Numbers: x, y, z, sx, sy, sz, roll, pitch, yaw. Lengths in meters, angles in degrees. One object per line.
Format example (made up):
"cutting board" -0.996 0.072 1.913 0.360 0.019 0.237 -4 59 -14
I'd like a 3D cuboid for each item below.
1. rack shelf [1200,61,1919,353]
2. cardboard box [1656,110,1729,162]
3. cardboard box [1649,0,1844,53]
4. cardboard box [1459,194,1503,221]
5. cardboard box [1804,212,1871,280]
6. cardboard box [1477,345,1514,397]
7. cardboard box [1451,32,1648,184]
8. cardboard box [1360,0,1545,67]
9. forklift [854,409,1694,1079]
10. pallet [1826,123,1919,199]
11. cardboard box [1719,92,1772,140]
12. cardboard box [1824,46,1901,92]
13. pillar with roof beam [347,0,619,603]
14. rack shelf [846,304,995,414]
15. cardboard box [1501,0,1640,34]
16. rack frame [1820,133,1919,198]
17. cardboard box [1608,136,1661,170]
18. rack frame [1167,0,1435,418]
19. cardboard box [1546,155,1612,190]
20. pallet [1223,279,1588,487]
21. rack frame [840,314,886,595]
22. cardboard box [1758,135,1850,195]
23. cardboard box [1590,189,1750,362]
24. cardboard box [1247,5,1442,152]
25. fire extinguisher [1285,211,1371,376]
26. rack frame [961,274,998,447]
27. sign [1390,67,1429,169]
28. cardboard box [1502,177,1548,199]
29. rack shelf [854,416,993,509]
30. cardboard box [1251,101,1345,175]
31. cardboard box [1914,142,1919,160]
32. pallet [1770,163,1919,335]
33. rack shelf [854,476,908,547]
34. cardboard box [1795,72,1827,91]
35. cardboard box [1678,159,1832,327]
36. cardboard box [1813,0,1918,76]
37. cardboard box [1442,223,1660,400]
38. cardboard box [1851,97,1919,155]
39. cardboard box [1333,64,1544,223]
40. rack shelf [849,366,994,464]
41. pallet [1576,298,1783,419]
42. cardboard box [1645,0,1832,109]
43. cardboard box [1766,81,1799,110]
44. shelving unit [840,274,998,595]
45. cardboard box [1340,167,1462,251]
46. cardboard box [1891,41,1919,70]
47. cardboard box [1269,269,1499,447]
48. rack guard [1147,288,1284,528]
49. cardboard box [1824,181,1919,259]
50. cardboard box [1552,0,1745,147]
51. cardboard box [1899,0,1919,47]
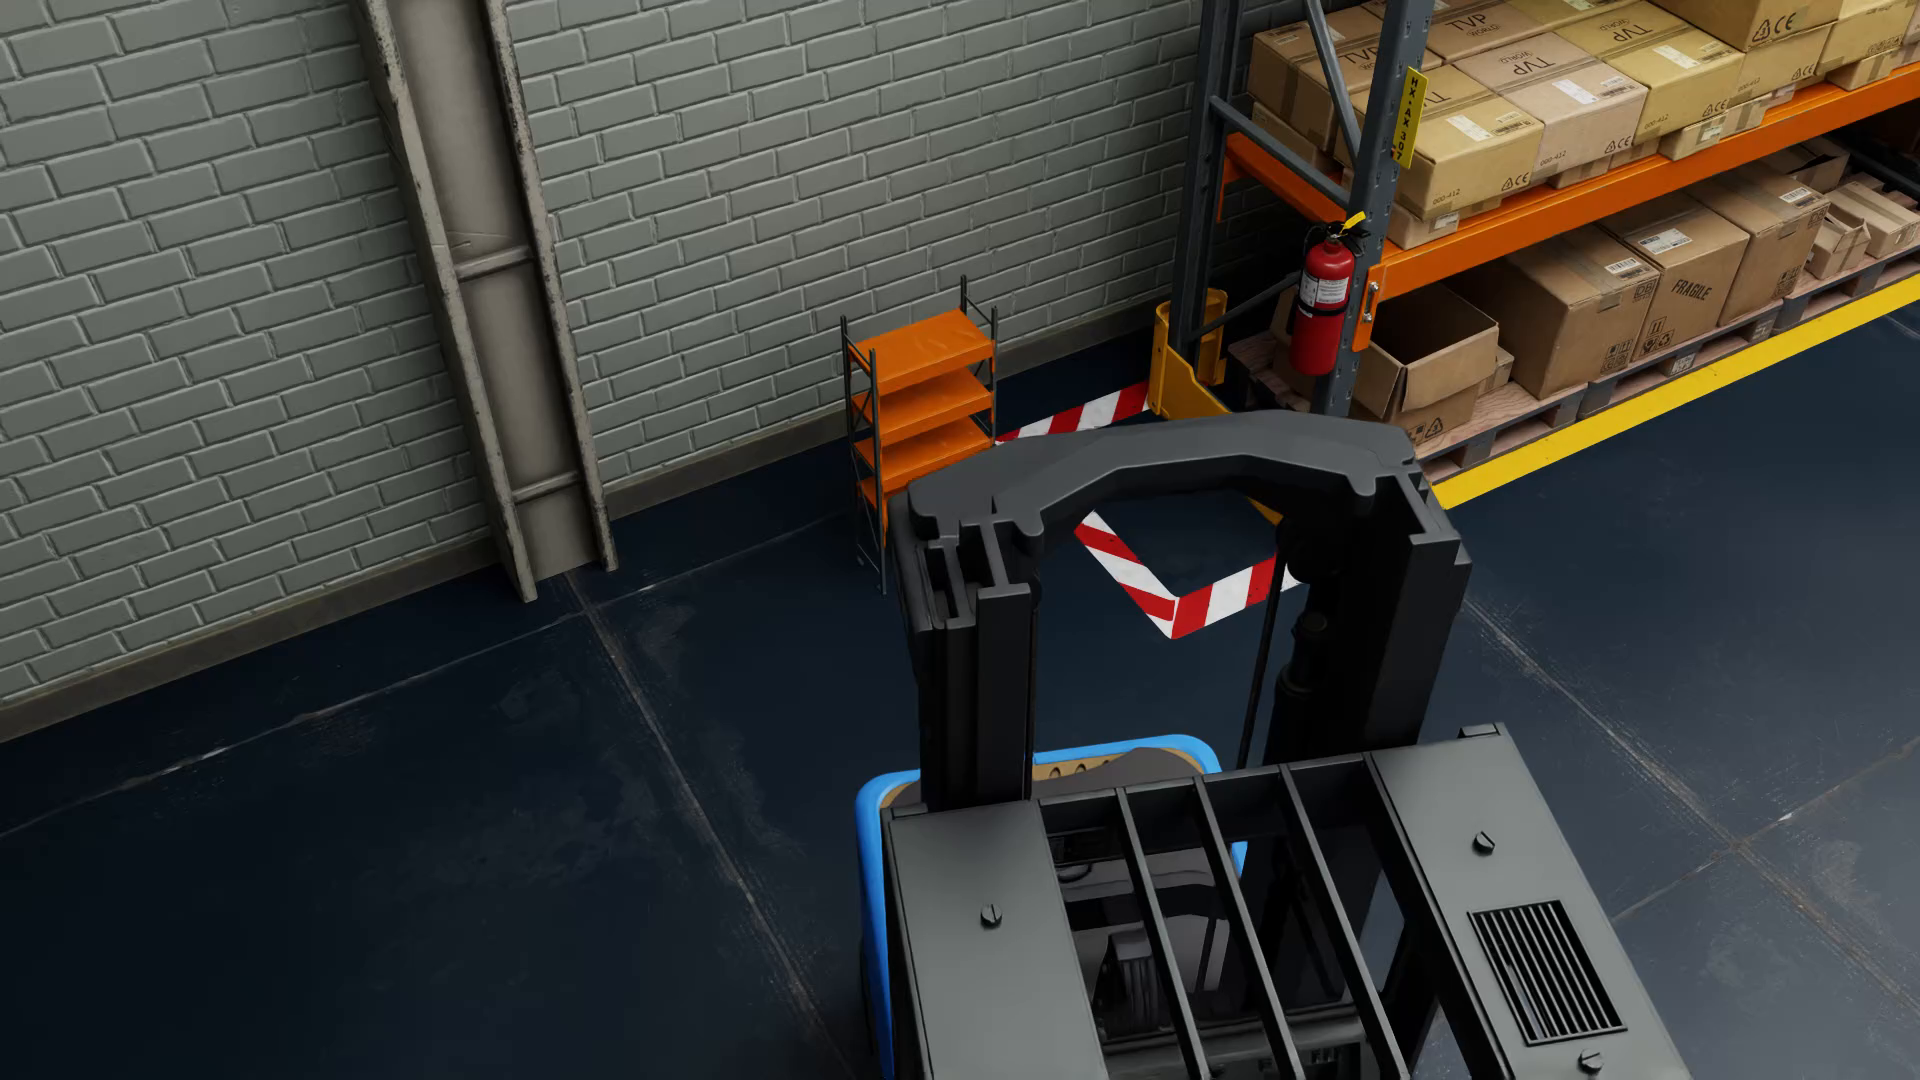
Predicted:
"rack shelf" 2.914 -1.817 6.985 4.000 0.370 1.077 -22 48 -21
"cardboard box" 2.743 -1.656 6.483 0.250 0.149 0.380 -23 49 -22
"cardboard box" 3.007 -2.219 6.238 0.500 0.500 0.500 -21 48 -20
"cardboard box" 1.799 -1.356 6.173 0.250 0.149 0.380 -21 48 -20
"cardboard box" 4.001 -1.444 7.746 0.258 0.266 0.396 -20 48 -20
"cardboard box" 2.145 -0.788 7.153 0.250 0.149 0.380 -24 49 -22
"cardboard box" 2.144 -1.604 6.143 0.500 0.250 0.500 -21 48 -21
"cardboard box" 1.894 -1.932 6.481 0.500 0.250 0.500 -22 48 -21
"forklift" 0.454 1.322 3.283 1.130 2.935 3.031 -7 45 -7
"pallet" 5.334 -2.073 8.735 1.213 0.211 1.003 -22 48 -21
"cardboard box" 2.961 -1.760 6.590 0.250 0.149 0.380 -21 48 -20
"cardboard box" 3.620 -2.027 6.866 0.250 0.149 0.380 -22 48 -22
"pillar with roof beam" 0.537 -0.543 0.848 0.400 9.000 9.100 -22 48 -21
"rack shelf" -0.144 -0.655 5.999 0.480 0.148 0.258 -22 48 -21
"cardboard box" 2.325 -2.101 6.655 0.500 0.250 0.500 -20 48 -20
"rack frame" 4.648 -2.769 7.449 0.127 3.000 1.000 -22 48 -21
"cardboard box" 2.486 -1.614 6.440 0.250 0.149 0.380 -21 48 -20
"rack frame" 1.179 -1.381 6.019 0.127 3.000 1.000 -22 48 -21
"cardboard box" 2.259 -1.518 6.341 0.250 0.149 0.380 -20 48 -20
"pallet" 1.936 -0.684 7.303 1.213 0.211 1.003 -22 48 -21
"rack frame" -0.355 -0.288 6.186 0.015 1.200 0.240 -22 48 -21
"cardboard box" 3.957 -1.868 8.150 0.500 0.311 0.500 -20 48 -20
"cardboard box" 3.026 -1.186 7.312 0.500 0.500 0.500 -21 48 -20
"cardboard box" 1.446 -1.754 6.298 0.500 0.250 0.500 -20 48 -20
"fire extinguisher" 1.282 -0.890 5.836 0.183 0.674 0.296 -22 48 -21
"rack frame" 0.068 -0.458 6.360 0.015 1.200 0.240 -22 48 -21
"sign" 1.450 -1.364 5.380 0.005 0.325 0.100 -22 48 -21
"cardboard box" 2.009 -1.468 6.289 0.250 0.149 0.380 -22 48 -21
"rack shelf" -0.144 -0.325 6.320 0.480 0.148 0.258 -22 48 -21
"cardboard box" 1.333 -1.568 6.392 0.250 0.149 0.380 -22 48 -21
"cardboard box" 5.179 -2.055 8.207 0.500 0.500 0.500 -20 48 -19
"pallet" 4.052 -1.531 8.176 1.213 0.211 1.003 -22 48 -21
"rack shelf" -0.144 -0.182 6.458 0.480 0.148 0.258 -22 48 -21
"cardboard box" 3.341 -2.005 6.843 0.250 0.149 0.380 -21 48 -20
"cardboard box" 3.418 -1.423 7.556 0.500 0.500 0.700 -24 49 -22
"cardboard box" 3.462 -2.150 6.706 0.500 0.250 0.500 -22 48 -21
"cardboard box" 2.518 -1.063 7.185 0.500 0.500 0.700 -20 48 -19
"cardboard box" 4.926 -2.372 8.533 0.500 0.500 0.500 -22 48 -21
"cardboard box" 1.707 -1.429 5.963 0.500 0.250 0.500 -22 48 -21
"rack shelf" -0.144 -0.485 6.164 0.480 0.148 0.258 -22 48 -21
"pallet" 2.993 -1.104 7.737 1.213 0.211 1.003 -22 48 -21
"cardboard box" 3.015 -1.972 6.522 0.500 0.250 0.500 -23 49 -22
"cardboard box" 3.150 -1.891 6.725 0.250 0.149 0.380 -22 48 -21
"shelving unit" -0.144 -0.373 6.273 0.503 1.200 0.258 -22 48 -21
"cardboard box" 1.601 -1.239 6.054 0.250 0.149 0.380 -22 48 -21
"cardboard box" 3.828 -2.133 6.974 0.250 0.149 0.380 -21 48 -20
"cardboard box" 1.757 -0.791 6.902 0.637 0.503 0.797 -24 49 -22
"rack guard" 1.245 -0.511 6.917 0.348 0.500 1.175 -22 48 -21
"cardboard box" 4.311 -1.526 7.914 0.250 0.149 0.380 -23 49 -22
"cardboard box" 2.582 -1.782 6.326 0.500 0.250 0.500 -23 49 -22
"cardboard box" 3.901 -2.315 6.876 0.500 0.250 0.500 -22 48 -21
